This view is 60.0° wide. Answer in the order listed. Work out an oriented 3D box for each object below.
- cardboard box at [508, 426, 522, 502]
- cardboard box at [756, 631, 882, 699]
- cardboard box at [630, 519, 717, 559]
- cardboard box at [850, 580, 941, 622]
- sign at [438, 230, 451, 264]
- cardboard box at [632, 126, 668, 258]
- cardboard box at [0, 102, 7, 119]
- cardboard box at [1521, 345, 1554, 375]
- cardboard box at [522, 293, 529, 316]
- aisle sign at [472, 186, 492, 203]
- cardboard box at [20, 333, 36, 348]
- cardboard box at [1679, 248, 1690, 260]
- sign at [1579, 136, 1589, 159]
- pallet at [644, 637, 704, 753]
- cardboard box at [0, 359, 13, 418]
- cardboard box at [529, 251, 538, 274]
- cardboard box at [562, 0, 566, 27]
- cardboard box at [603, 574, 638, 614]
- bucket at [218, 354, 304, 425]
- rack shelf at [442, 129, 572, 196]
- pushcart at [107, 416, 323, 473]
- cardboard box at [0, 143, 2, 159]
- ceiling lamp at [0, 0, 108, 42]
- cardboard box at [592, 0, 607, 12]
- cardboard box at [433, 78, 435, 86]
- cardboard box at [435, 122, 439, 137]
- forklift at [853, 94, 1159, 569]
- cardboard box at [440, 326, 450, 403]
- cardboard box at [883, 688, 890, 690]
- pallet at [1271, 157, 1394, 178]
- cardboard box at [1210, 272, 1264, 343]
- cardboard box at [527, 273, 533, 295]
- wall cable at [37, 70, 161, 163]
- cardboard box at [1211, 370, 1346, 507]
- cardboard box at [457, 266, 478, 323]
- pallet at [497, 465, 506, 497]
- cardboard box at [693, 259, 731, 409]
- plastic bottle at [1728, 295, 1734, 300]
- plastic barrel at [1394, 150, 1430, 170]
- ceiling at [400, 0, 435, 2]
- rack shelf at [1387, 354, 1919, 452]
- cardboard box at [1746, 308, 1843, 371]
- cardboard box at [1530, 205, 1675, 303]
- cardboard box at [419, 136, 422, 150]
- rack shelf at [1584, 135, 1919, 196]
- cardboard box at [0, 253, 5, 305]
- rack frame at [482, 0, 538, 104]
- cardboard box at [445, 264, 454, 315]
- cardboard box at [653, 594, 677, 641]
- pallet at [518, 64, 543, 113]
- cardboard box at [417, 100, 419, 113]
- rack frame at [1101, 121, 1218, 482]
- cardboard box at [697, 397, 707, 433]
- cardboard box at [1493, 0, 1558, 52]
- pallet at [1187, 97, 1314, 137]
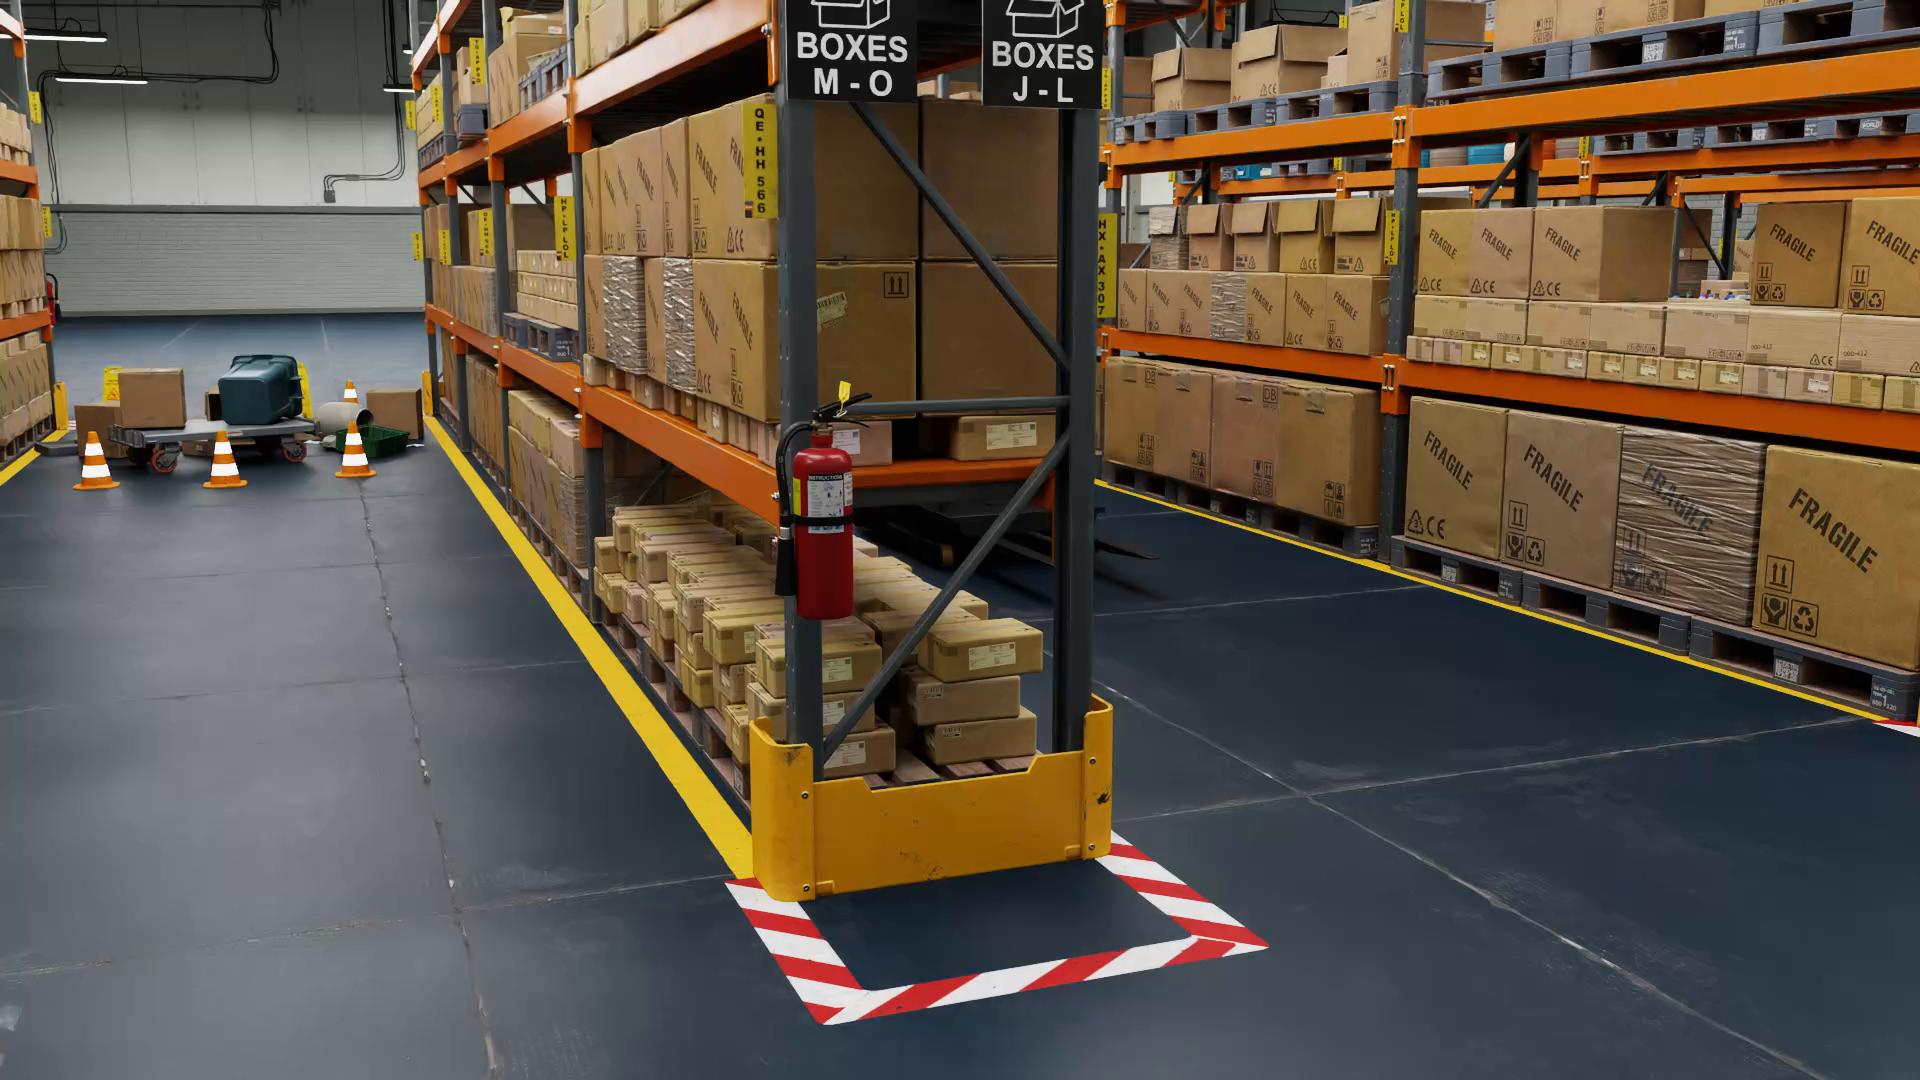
[{"bbox_3d":[-2.936,-0.558,11.930,0.500,0.500,0.500,-4,11,-23],"label":"cardboard box"},{"bbox_3d":[-0.484,0.426,5.703,0.380,0.149,0.250,-4,11,-20],"label":"cardboard box"},{"bbox_3d":[-1.392,0.000,8.100,0.380,0.149,0.250,-4,11,-22],"label":"cardboard box"},{"bbox_3d":[-0.280,0.267,6.595,0.380,0.149,0.250,-4,11,-24],"label":"cardboard box"},{"bbox_3d":[-4.921,-2.796,15.876,0.100,0.325,0.005,-4,11,-21],"label":"sign"},{"bbox_3d":[-1.029,-1.408,6.779,0.500,0.500,0.500,-4,11,-23],"label":"cardboard box"},{"bbox_3d":[-9.446,-4.150,16.059,0.380,0.149,0.250,-4,11,-19],"label":"cardboard box"},{"bbox_3d":[3.332,-0.995,9.168,0.380,0.149,0.250,-4,11,-22],"label":"cardboard box"},{"bbox_3d":[-2.884,-1.667,11.744,0.380,0.149,0.250,-3,11,-18],"label":"cardboard box"},{"bbox_3d":[-5.600,-4.330,19.773,0.394,0.787,0.004,-4,11,-21],"label":"aisle sign"},{"bbox_3d":[-9.614,-2.019,16.865,0.380,0.149,0.250,-4,11,-20],"label":"cardboard box"},{"bbox_3d":[9.191,-3.692,21.474,0.380,0.149,0.250,-4,11,-21],"label":"cardboard box"},{"bbox_3d":[5.811,-3.715,15.475,0.100,0.325,0.005,-4,11,-21],"label":"sign"},{"bbox_3d":[-0.783,0.619,7.336,1.003,0.211,1.213,-4,11,-21],"label":"pallet"},{"bbox_3d":[-8.944,-1.371,15.076,0.500,0.500,0.500,-3,11,-18],"label":"cardboard box"},{"bbox_3d":[-2.688,-1.874,11.212,0.380,0.149,0.250,-4,11,-23],"label":"cardboard box"},{"bbox_3d":[-1.943,-3.055,9.973,0.797,0.503,0.637,-4,11,-22],"label":"cardboard box"},{"bbox_3d":[-1.577,0.260,8.337,0.380,0.149,0.250,-4,11,-19],"label":"cardboard box"},{"bbox_3d":[-6.603,-1.379,15.614,0.726,0.611,0.620,0,20,-1],"label":"bucket"},{"bbox_3d":[-3.680,-3.163,14.123,1.077,0.370,4.000,-4,11,-21],"label":"rack shelf"},{"bbox_3d":[-6.875,-0.898,15.388,1.648,0.377,0.936,-9,13,-40],"label":"pushcart"},{"bbox_3d":[-9.251,-3.671,15.647,0.380,0.149,0.250,-4,11,-22],"label":"cardboard box"},{"bbox_3d":[-17.387,-11.110,31.517,2.000,3.185,0.800,-4,11,-21],"label":"ceiling lamp"},{"bbox_3d":[-1.379,-2.534,7.538,0.500,0.250,0.500,-4,11,-21],"label":"cardboard box"},{"bbox_3d":[-5.016,-4.490,16.487,0.380,0.149,0.250,-4,11,-21],"label":"cardboard box"},{"bbox_3d":[-5.021,-4.098,16.560,0.380,0.149,0.250,-4,11,-20],"label":"cardboard box"},{"bbox_3d":[0.246,-1.342,10.596,1.130,2.935,3.031,-4,11,-23],"label":"forklift"},{"bbox_3d":[-5.547,-2.073,19.379,0.875,0.875,0.875,-4,11,-21],"label":"cardboard box"},{"bbox_3d":[-0.215,0.606,6.391,0.380,0.149,0.250,-4,11,-20],"label":"cardboard box"},{"bbox_3d":[4.519,-4.474,19.983,1.213,0.211,1.003,-4,11,-21],"label":"pallet"},{"bbox_3d":[2.184,-1.715,12.212,0.500,0.500,0.500,-4,11,-21],"label":"cardboard box"},{"bbox_3d":[-2.767,-1.764,11.440,0.380,0.149,0.250,-4,11,-23],"label":"cardboard box"},{"bbox_3d":[-23.829,-11.747,46.209,3.097,2.526,0.112,-4,11,-21],"label":"wall cable"},{"bbox_3d":[2.579,-0.768,12.043,1.225,0.875,0.875,-4,11,-23],"label":"cardboard box"},{"bbox_3d":[-4.281,-2.230,15.108,0.500,0.500,0.500,-4,11,-20],"label":"cardboard box"},{"bbox_3d":[-3.171,-0.474,13.482,1.003,0.211,1.213,-4,11,-21],"label":"pallet"},{"bbox_3d":[-0.641,-0.745,5.907,0.500,0.500,0.500,-4,11,-22],"label":"cardboard box"},{"bbox_3d":[6.611,-1.962,14.255,0.097,0.271,0.097,0,10,0],"label":"plastic bottle"},{"bbox_3d":[5.258,-4.633,18.906,0.600,0.901,0.708,-4,11,-21],"label":"plastic barrel"},{"bbox_3d":[-15.033,-15.263,45.835,6.000,0.001,6.000,-4,11,-21],"label":"ceiling"},{"bbox_3d":[3.879,-0.678,8.722,1.077,0.370,4.000,-4,11,-21],"label":"rack shelf"},{"bbox_3d":[3.997,-0.924,7.626,0.500,0.250,0.500,-4,11,-22],"label":"cardboard box"},{"bbox_3d":[3.453,-1.541,8.954,0.500,0.500,0.500,-4,11,-23],"label":"cardboard box"},{"bbox_3d":[-5.936,-4.511,18.880,0.380,0.149,0.250,-4,11,-20],"label":"cardboard box"},{"bbox_3d":[7.045,-3.122,13.897,1.077,0.370,4.000,-4,11,-21],"label":"rack shelf"},{"bbox_3d":[-9.085,-2.401,15.220,0.500,0.500,0.500,-4,11,-21],"label":"cardboard box"},{"bbox_3d":[-2.955,-4.667,11.962,1.000,3.000,0.127,-4,11,-21],"label":"rack frame"},{"bbox_3d":[-4.770,-2.588,16.976,0.875,0.550,0.550,-4,11,-21],"label":"cardboard box"},{"bbox_3d":[-1.104,0.320,7.148,0.380,0.149,0.250,-4,11,-20],"label":"cardboard box"},{"bbox_3d":[-2.009,-2.722,10.126,1.213,0.211,1.003,-4,11,-21],"label":"pallet"},{"bbox_3d":[-5.940,-4.905,18.823,0.380,0.149,0.250,-4,11,-21],"label":"cardboard box"},{"bbox_3d":[1.704,-2.012,14.165,1.000,3.000,0.127,-4,11,-21],"label":"rack frame"},{"bbox_3d":[-0.780,-0.487,6.312,0.380,0.149,0.250,-4,11,-23],"label":"cardboard box"},{"bbox_3d":[3.493,-3.017,9.480,0.700,0.500,0.500,-5,11,-24],"label":"cardboard box"},{"bbox_3d":[2.395,-3.111,12.321,1.003,0.211,1.213,-3,11,-18],"label":"pallet"}]
